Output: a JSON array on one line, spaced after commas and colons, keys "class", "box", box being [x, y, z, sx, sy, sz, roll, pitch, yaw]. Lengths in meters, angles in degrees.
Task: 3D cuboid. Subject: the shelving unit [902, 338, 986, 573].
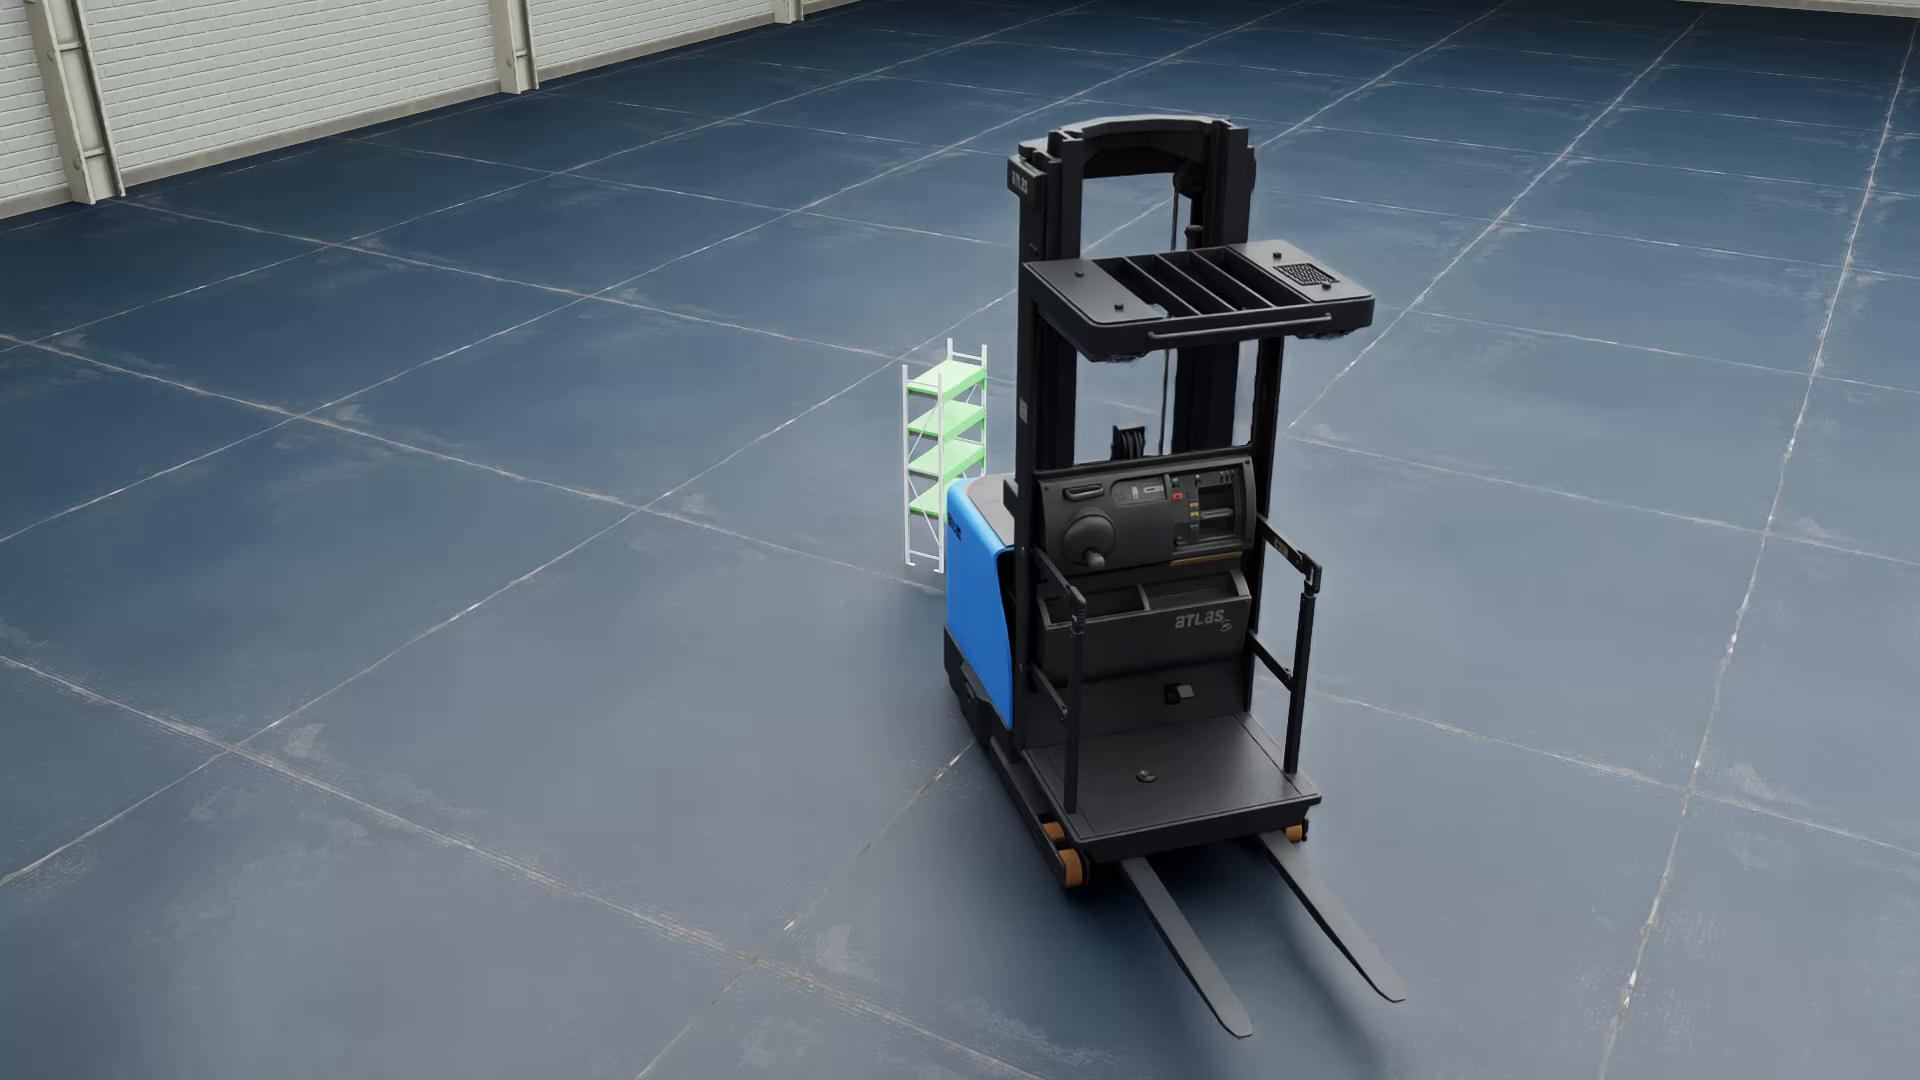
[{"class": "shelving unit", "box": [-0.081, -0.472, 9.353, 0.258, 1.200, 0.503, 14, 30, 26]}]

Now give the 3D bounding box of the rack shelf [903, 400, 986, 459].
[{"class": "rack shelf", "box": [-0.081, -0.629, 9.274, 0.258, 0.148, 0.480, 14, 30, 26]}]

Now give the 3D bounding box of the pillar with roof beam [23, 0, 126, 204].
[{"class": "pillar with roof beam", "box": [-4.828, -6.484, 12.650, 9.100, 9.000, 0.400, 14, 30, 26]}]

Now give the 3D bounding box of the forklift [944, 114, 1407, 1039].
[{"class": "forklift", "box": [0.841, -0.070, 6.615, 1.130, 2.935, 3.031, -8, 28, -15]}]

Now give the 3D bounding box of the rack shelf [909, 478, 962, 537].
[{"class": "rack shelf", "box": [-0.081, -0.200, 9.489, 0.258, 0.148, 0.480, 14, 30, 26]}]

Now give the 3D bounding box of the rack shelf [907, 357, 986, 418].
[{"class": "rack shelf", "box": [-0.081, -0.844, 9.166, 0.258, 0.148, 0.480, 14, 30, 26]}]

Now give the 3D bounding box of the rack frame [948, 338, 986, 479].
[{"class": "rack frame", "box": [0.039, -0.567, 9.543, 0.240, 1.200, 0.015, 14, 30, 26]}]

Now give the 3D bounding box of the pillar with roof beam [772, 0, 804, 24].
[{"class": "pillar with roof beam", "box": [1.075, -11.160, 21.992, 9.100, 9.000, 0.400, 14, 30, 26]}]

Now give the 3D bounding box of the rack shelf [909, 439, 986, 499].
[{"class": "rack shelf", "box": [-0.081, -0.415, 9.381, 0.258, 0.148, 0.480, 14, 30, 26]}]

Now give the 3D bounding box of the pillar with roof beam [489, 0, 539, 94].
[{"class": "pillar with roof beam", "box": [-1.876, -8.822, 17.321, 9.100, 9.000, 0.400, 14, 30, 26]}]

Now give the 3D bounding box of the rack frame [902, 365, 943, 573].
[{"class": "rack frame", "box": [-0.201, -0.377, 9.163, 0.240, 1.200, 0.015, 14, 30, 26]}]
